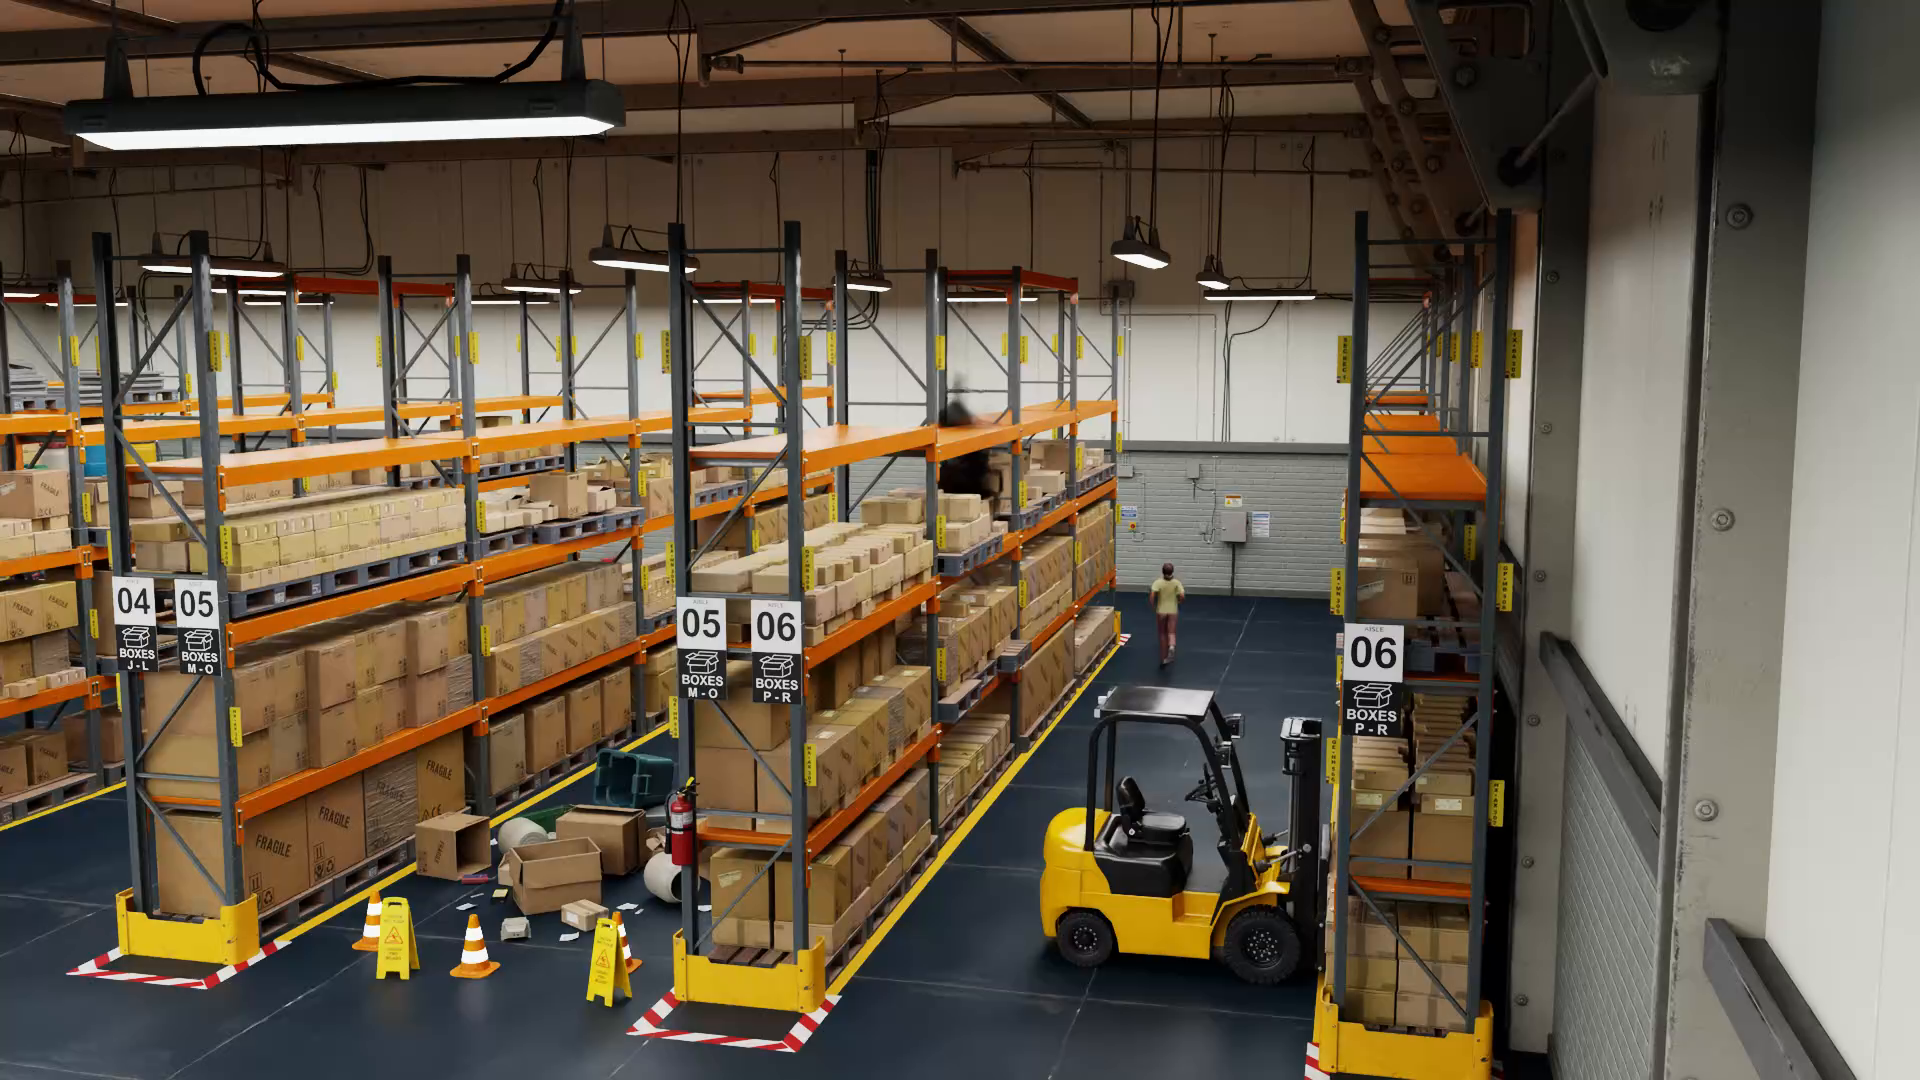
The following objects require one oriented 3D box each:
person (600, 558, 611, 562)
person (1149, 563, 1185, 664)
[{"bbox_3d":[-5.456,1.153,25.887,0.651,1.756,0.619,3,8,23],"label":"person"},{"bbox_3d":[3.244,1.183,26.079,0.569,1.637,0.801,1,7,5],"label":"person"}]
